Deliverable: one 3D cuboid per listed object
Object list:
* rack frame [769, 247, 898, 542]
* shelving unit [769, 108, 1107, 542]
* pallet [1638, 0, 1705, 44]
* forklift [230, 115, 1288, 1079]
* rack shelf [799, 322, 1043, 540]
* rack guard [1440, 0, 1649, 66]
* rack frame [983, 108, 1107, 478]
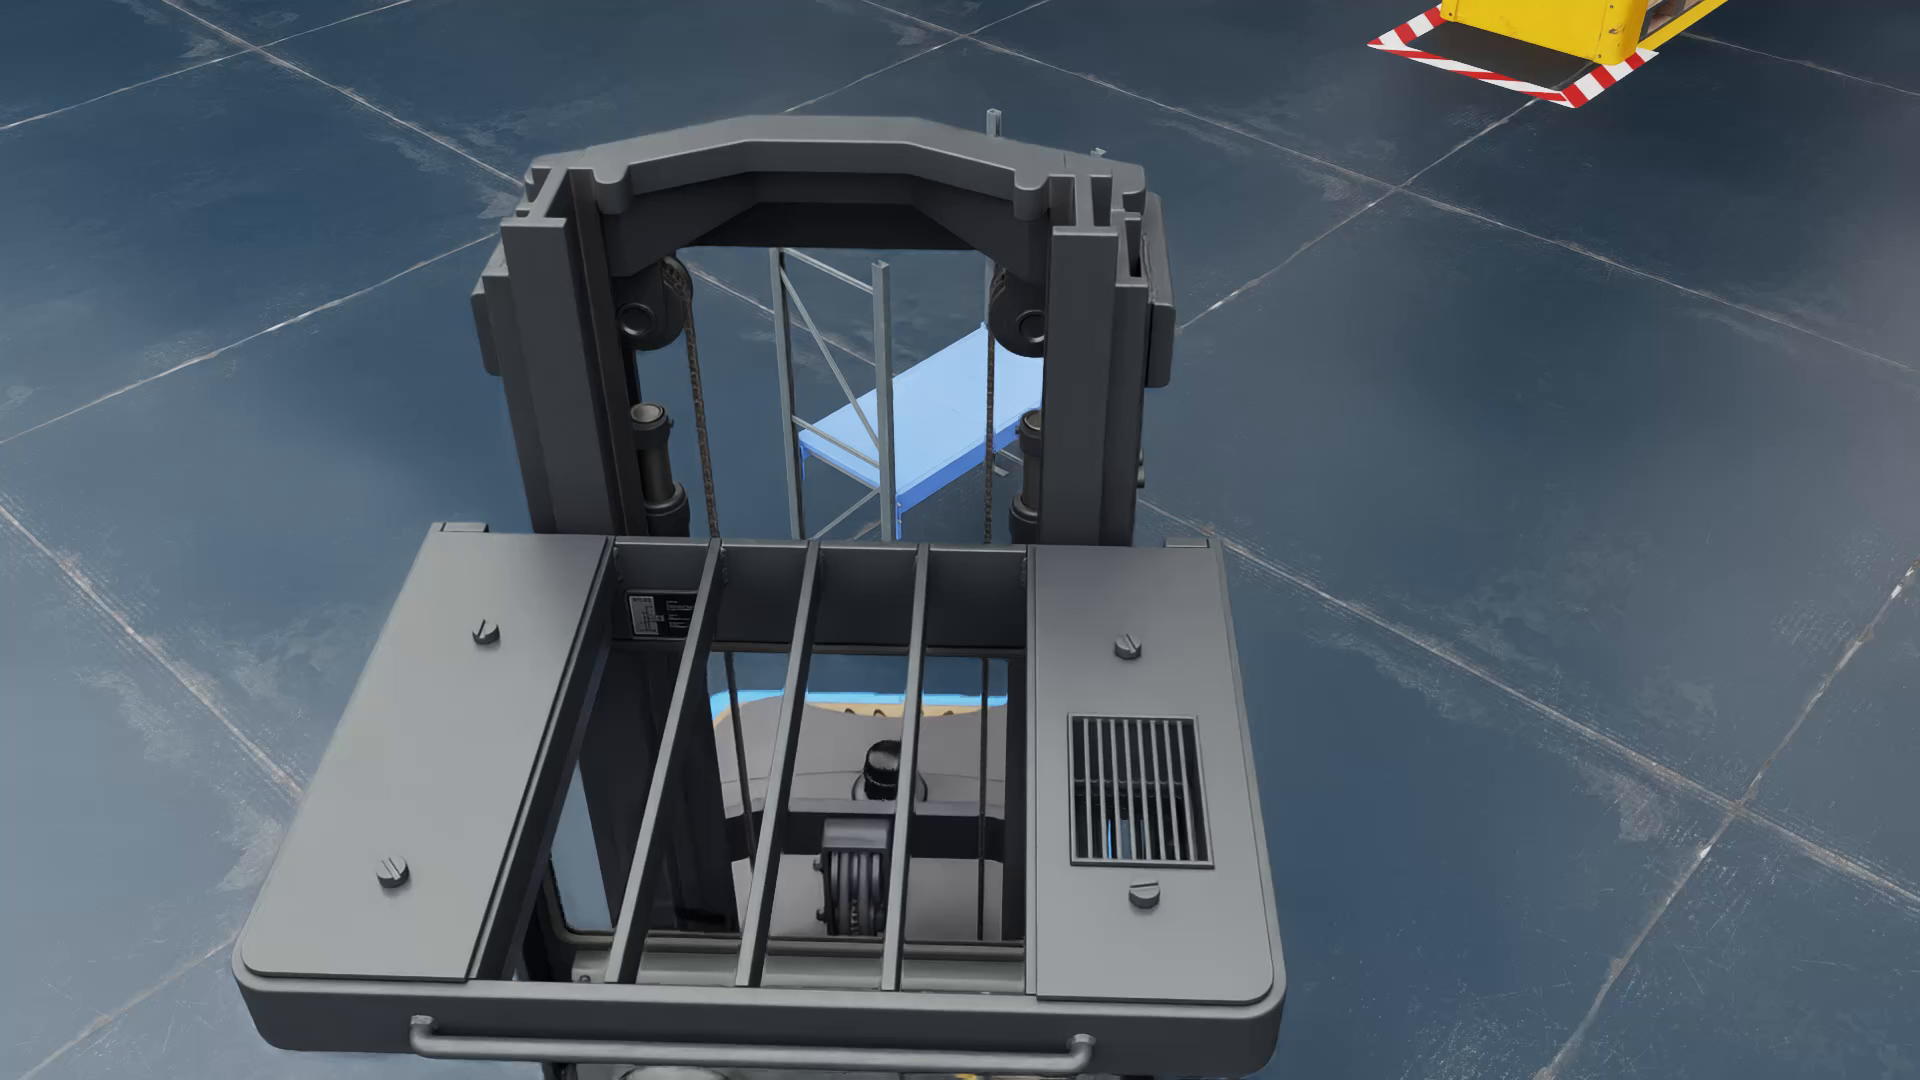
[{"bbox_3d":[-0.400,-0.314,5.440,0.500,1.500,0.032,30,47,32],"label":"rack frame"},{"bbox_3d":[-0.058,-0.548,5.734,0.538,1.500,1.048,30,47,32],"label":"shelving unit"},{"bbox_3d":[4.081,-3.530,10.519,1.003,0.211,1.213,30,47,32],"label":"pallet"},{"bbox_3d":[-0.196,0.979,2.664,1.130,2.935,3.031,1,39,2],"label":"forklift"},{"bbox_3d":[-0.058,-0.407,5.846,0.538,0.185,1.000,30,47,32],"label":"rack shelf"},{"bbox_3d":[3.506,-3.284,9.979,1.175,0.500,0.348,30,47,32],"label":"rack guard"},{"bbox_3d":[0.285,-0.781,6.028,0.500,1.500,0.032,30,47,32],"label":"rack frame"}]
